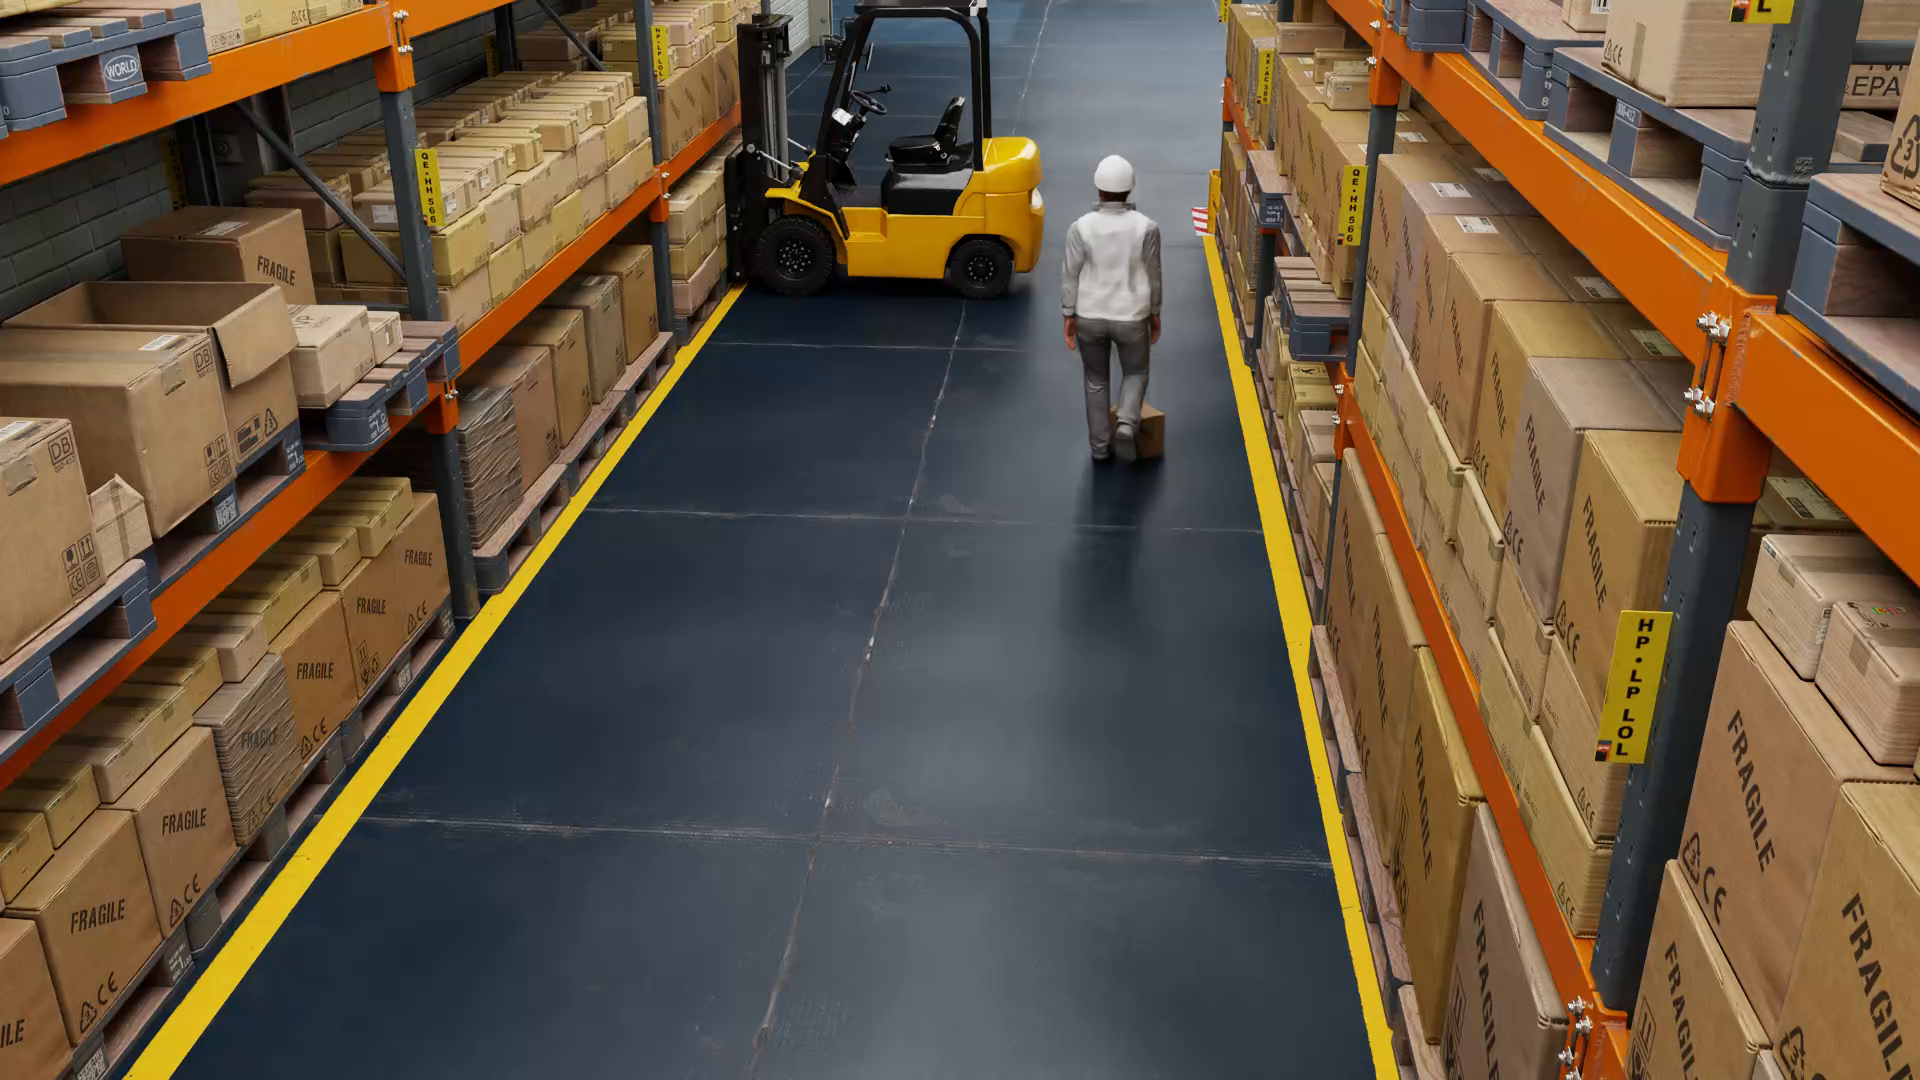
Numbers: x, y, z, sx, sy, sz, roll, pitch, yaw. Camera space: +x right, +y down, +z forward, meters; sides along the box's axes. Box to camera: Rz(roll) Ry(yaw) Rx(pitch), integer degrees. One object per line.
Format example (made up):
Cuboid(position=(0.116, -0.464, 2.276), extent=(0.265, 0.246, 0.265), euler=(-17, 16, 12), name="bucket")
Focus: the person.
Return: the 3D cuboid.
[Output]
Cuboid(position=(0.843, -1.255, 9.296), extent=(0.565, 1.758, 0.632), euler=(2, 24, 5), name="person")
